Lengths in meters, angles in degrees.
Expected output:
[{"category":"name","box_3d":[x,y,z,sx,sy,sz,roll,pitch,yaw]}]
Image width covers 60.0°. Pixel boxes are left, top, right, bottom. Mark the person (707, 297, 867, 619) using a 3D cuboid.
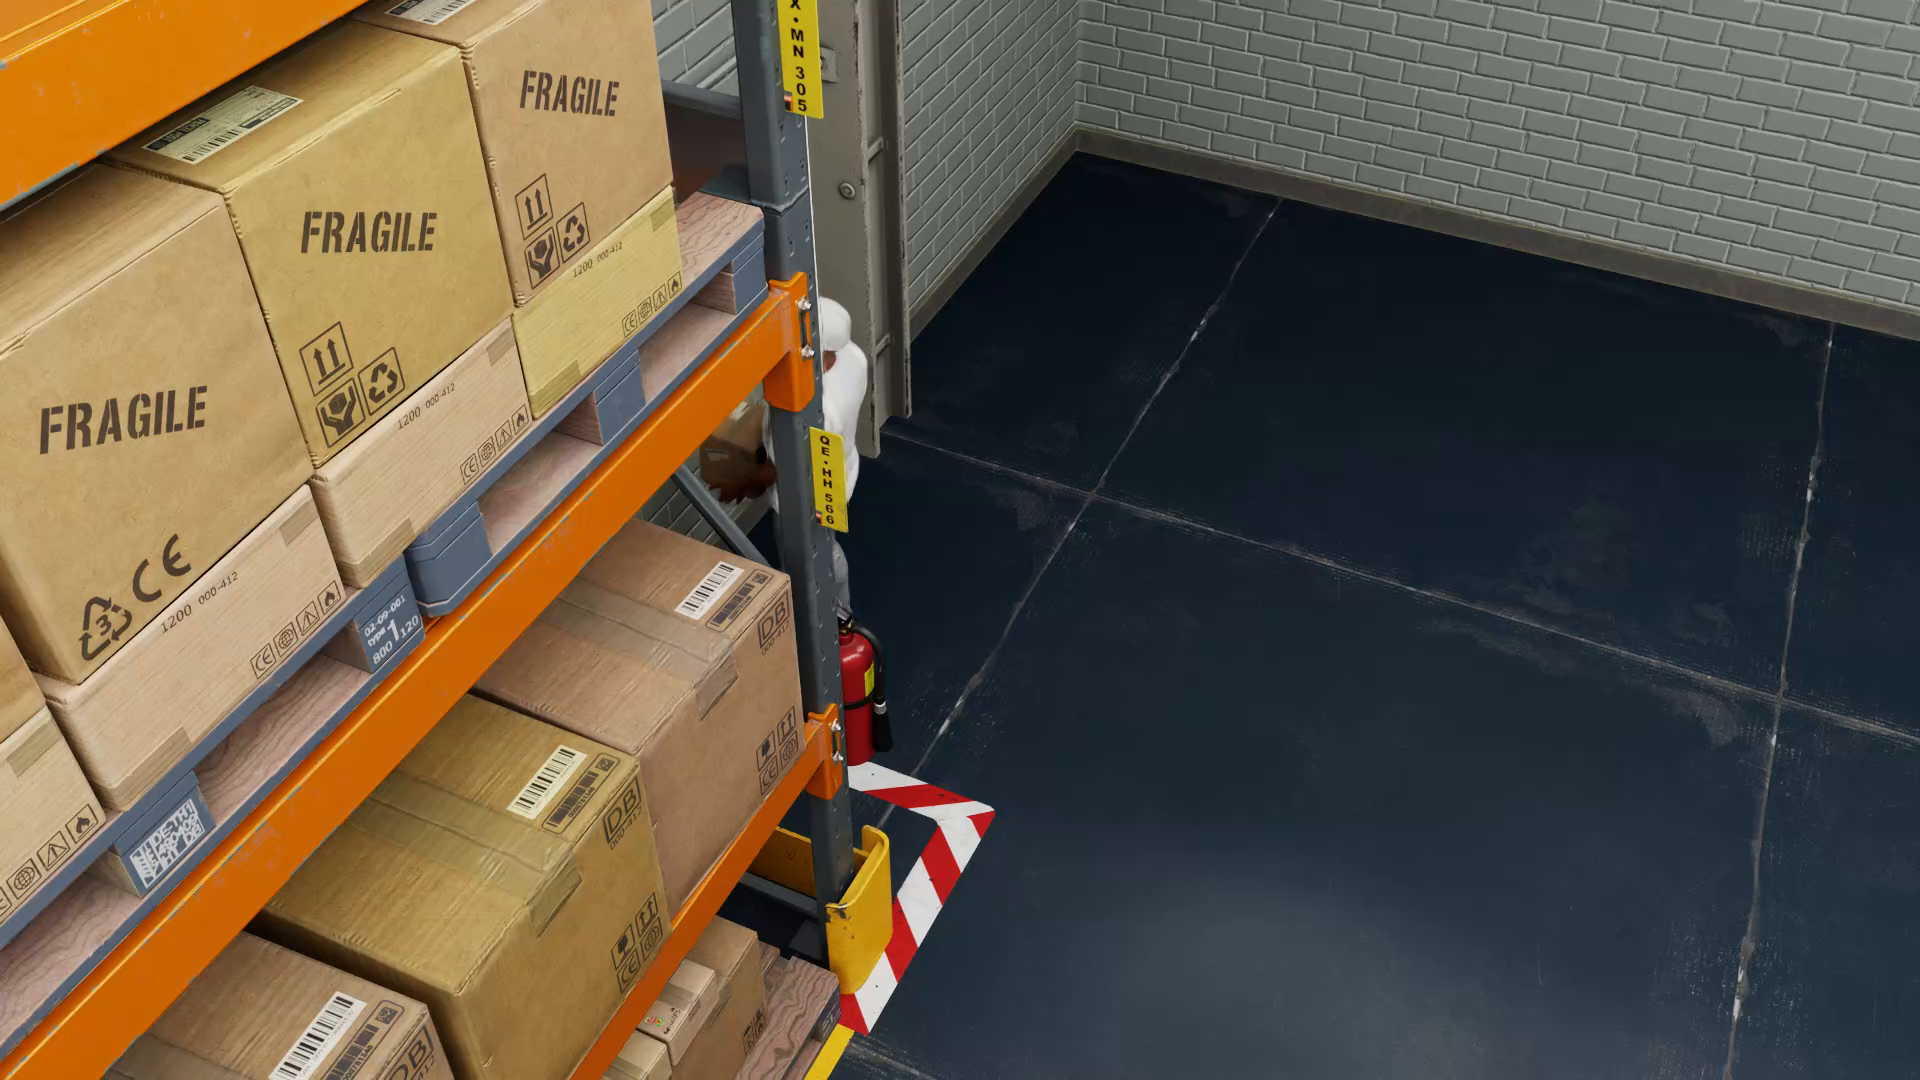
[{"category":"person","box_3d":[-0.648,-0.209,6.373,0.566,1.771,0.530,9,43,10]}]
